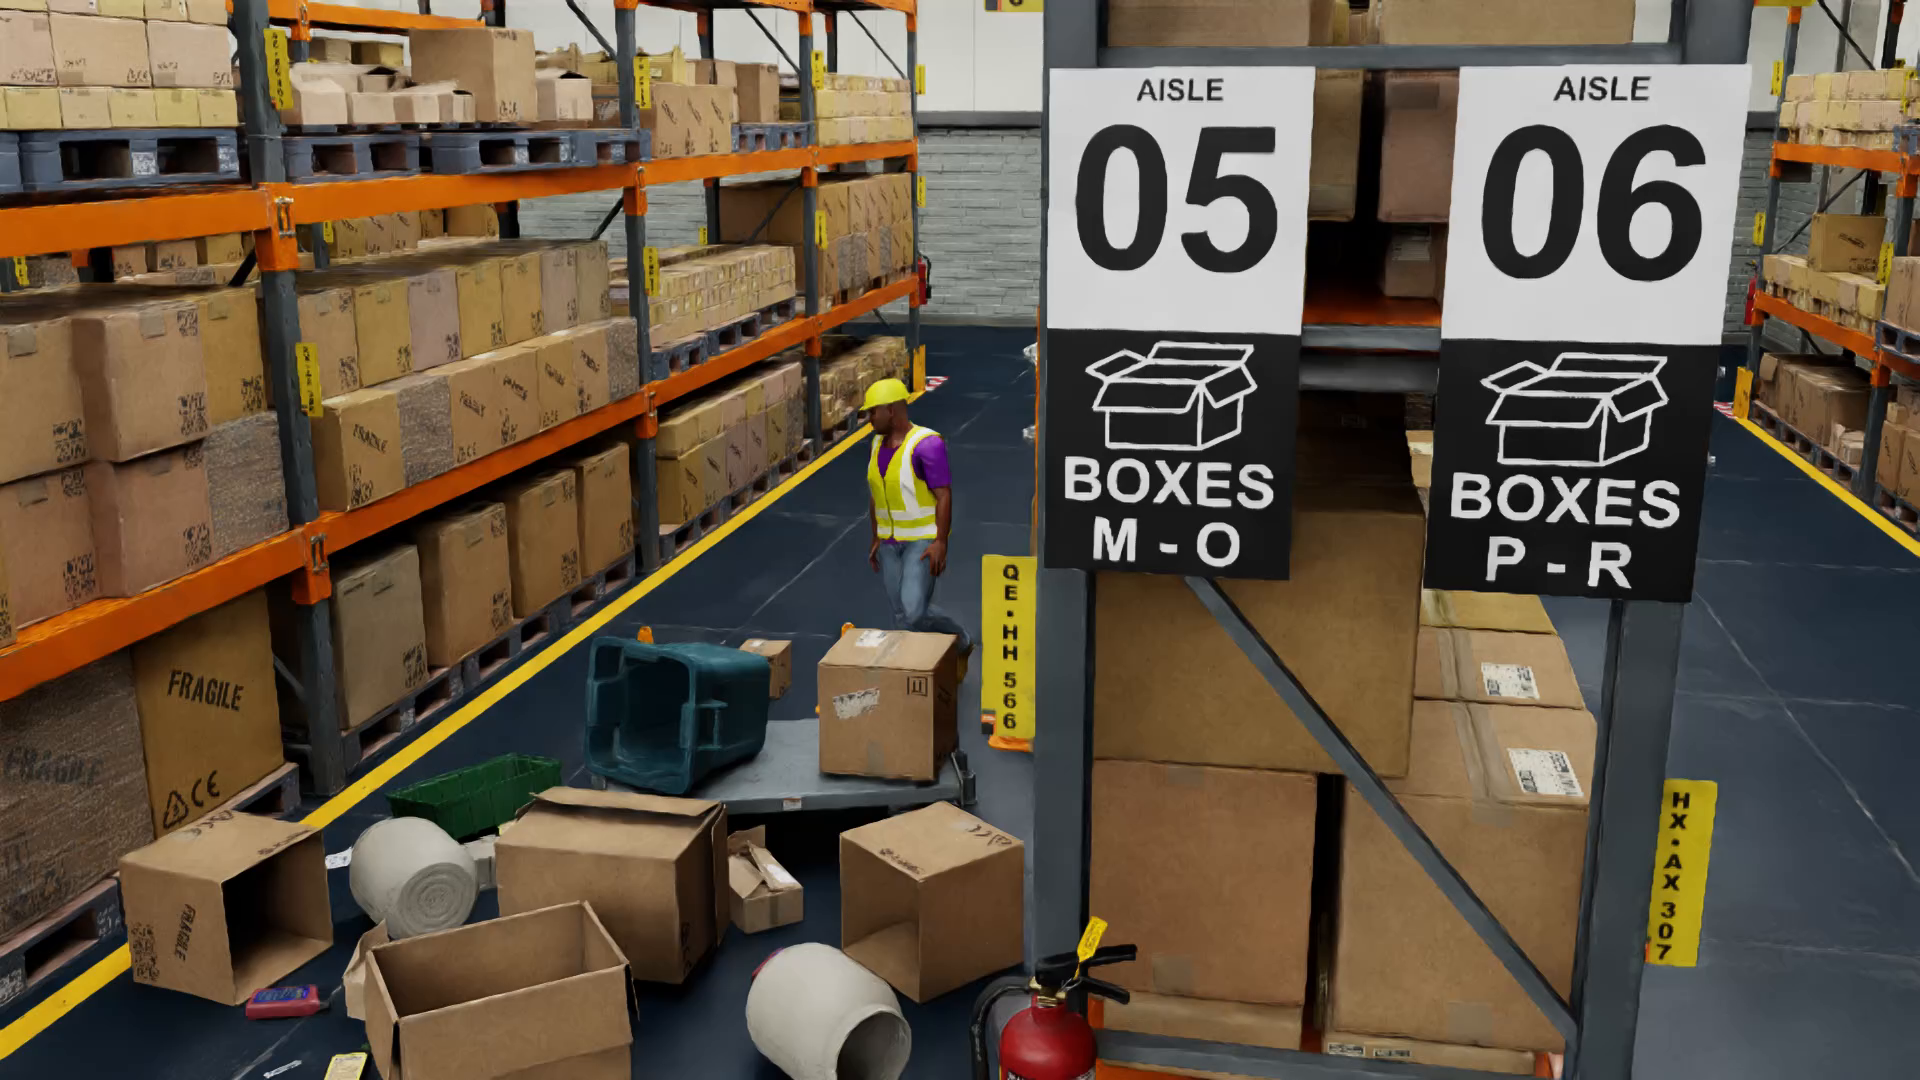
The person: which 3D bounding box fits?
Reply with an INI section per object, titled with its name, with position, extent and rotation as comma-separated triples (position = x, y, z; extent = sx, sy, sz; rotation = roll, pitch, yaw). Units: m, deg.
[person]
position = -0.252, -0.006, 9.012
extent = 0.613, 1.752, 0.513
rotation = 13, 20, 42
